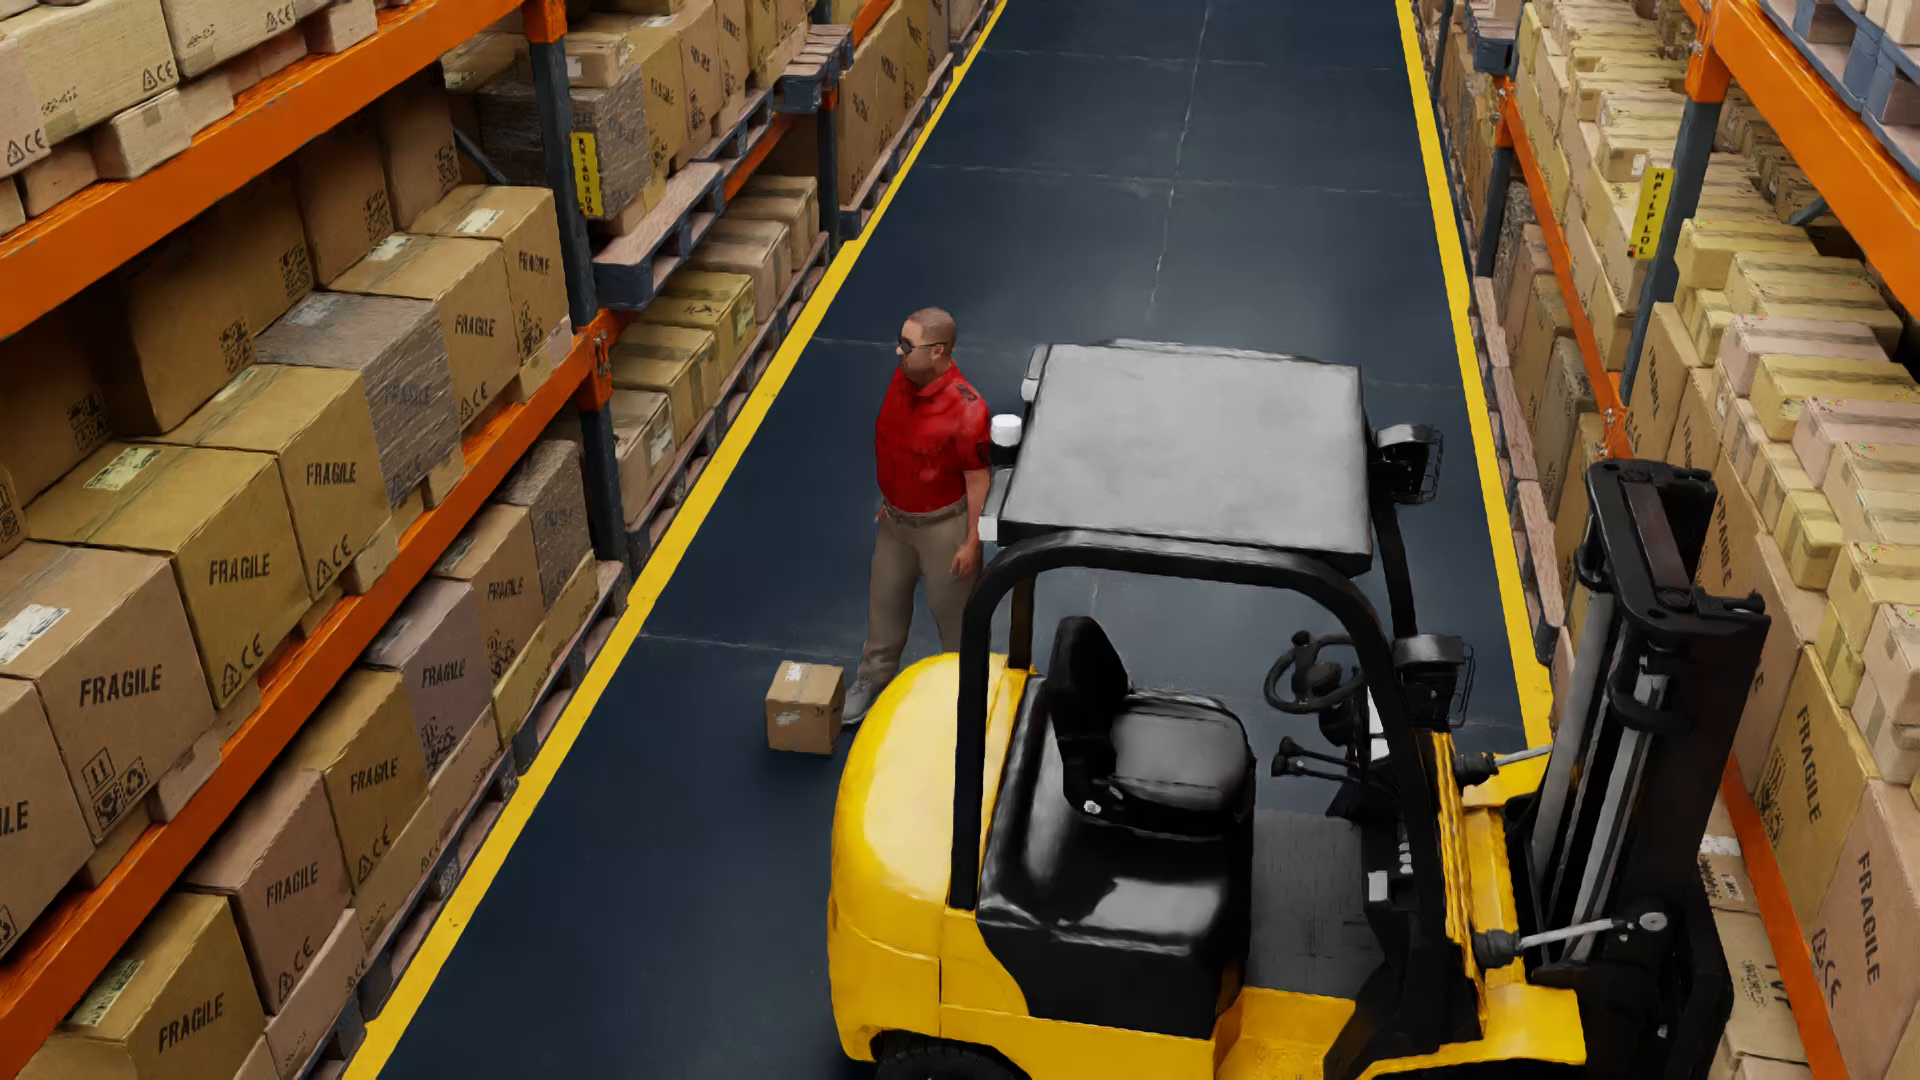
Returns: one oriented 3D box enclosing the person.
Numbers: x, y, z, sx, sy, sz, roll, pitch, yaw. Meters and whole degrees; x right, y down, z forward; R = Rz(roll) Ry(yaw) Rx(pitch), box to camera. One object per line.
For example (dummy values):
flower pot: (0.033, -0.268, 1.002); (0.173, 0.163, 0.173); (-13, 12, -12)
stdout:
person: (-0.182, -0.034, 6.195); (0.576, 1.736, 0.543); (-22, 38, -31)
